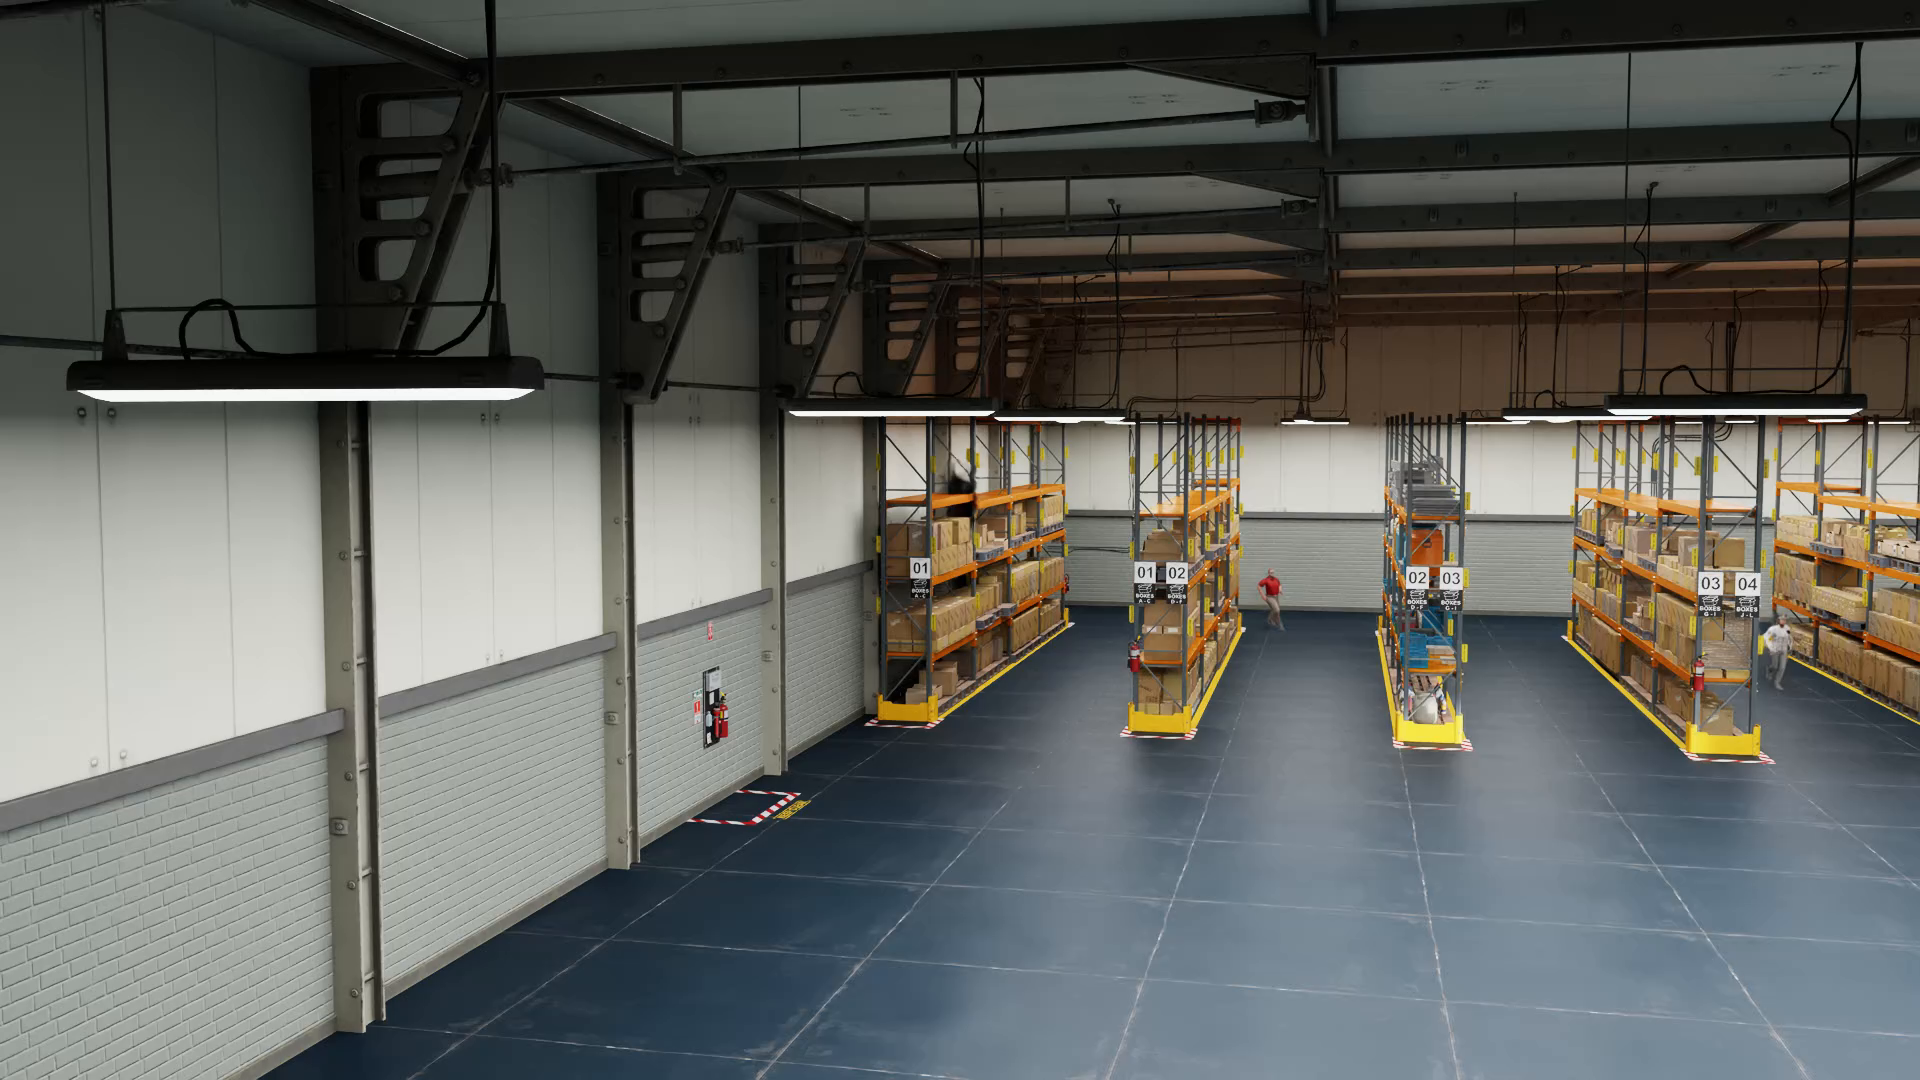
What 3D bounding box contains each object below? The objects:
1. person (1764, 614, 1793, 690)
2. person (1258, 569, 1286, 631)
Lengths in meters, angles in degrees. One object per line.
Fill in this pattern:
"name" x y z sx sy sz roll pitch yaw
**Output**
"person" 18.002 2.431 36.605 0.614 1.669 0.679 0 4 1
"person" 8.867 1.695 47.115 0.738 1.757 0.846 -3 5 -35
